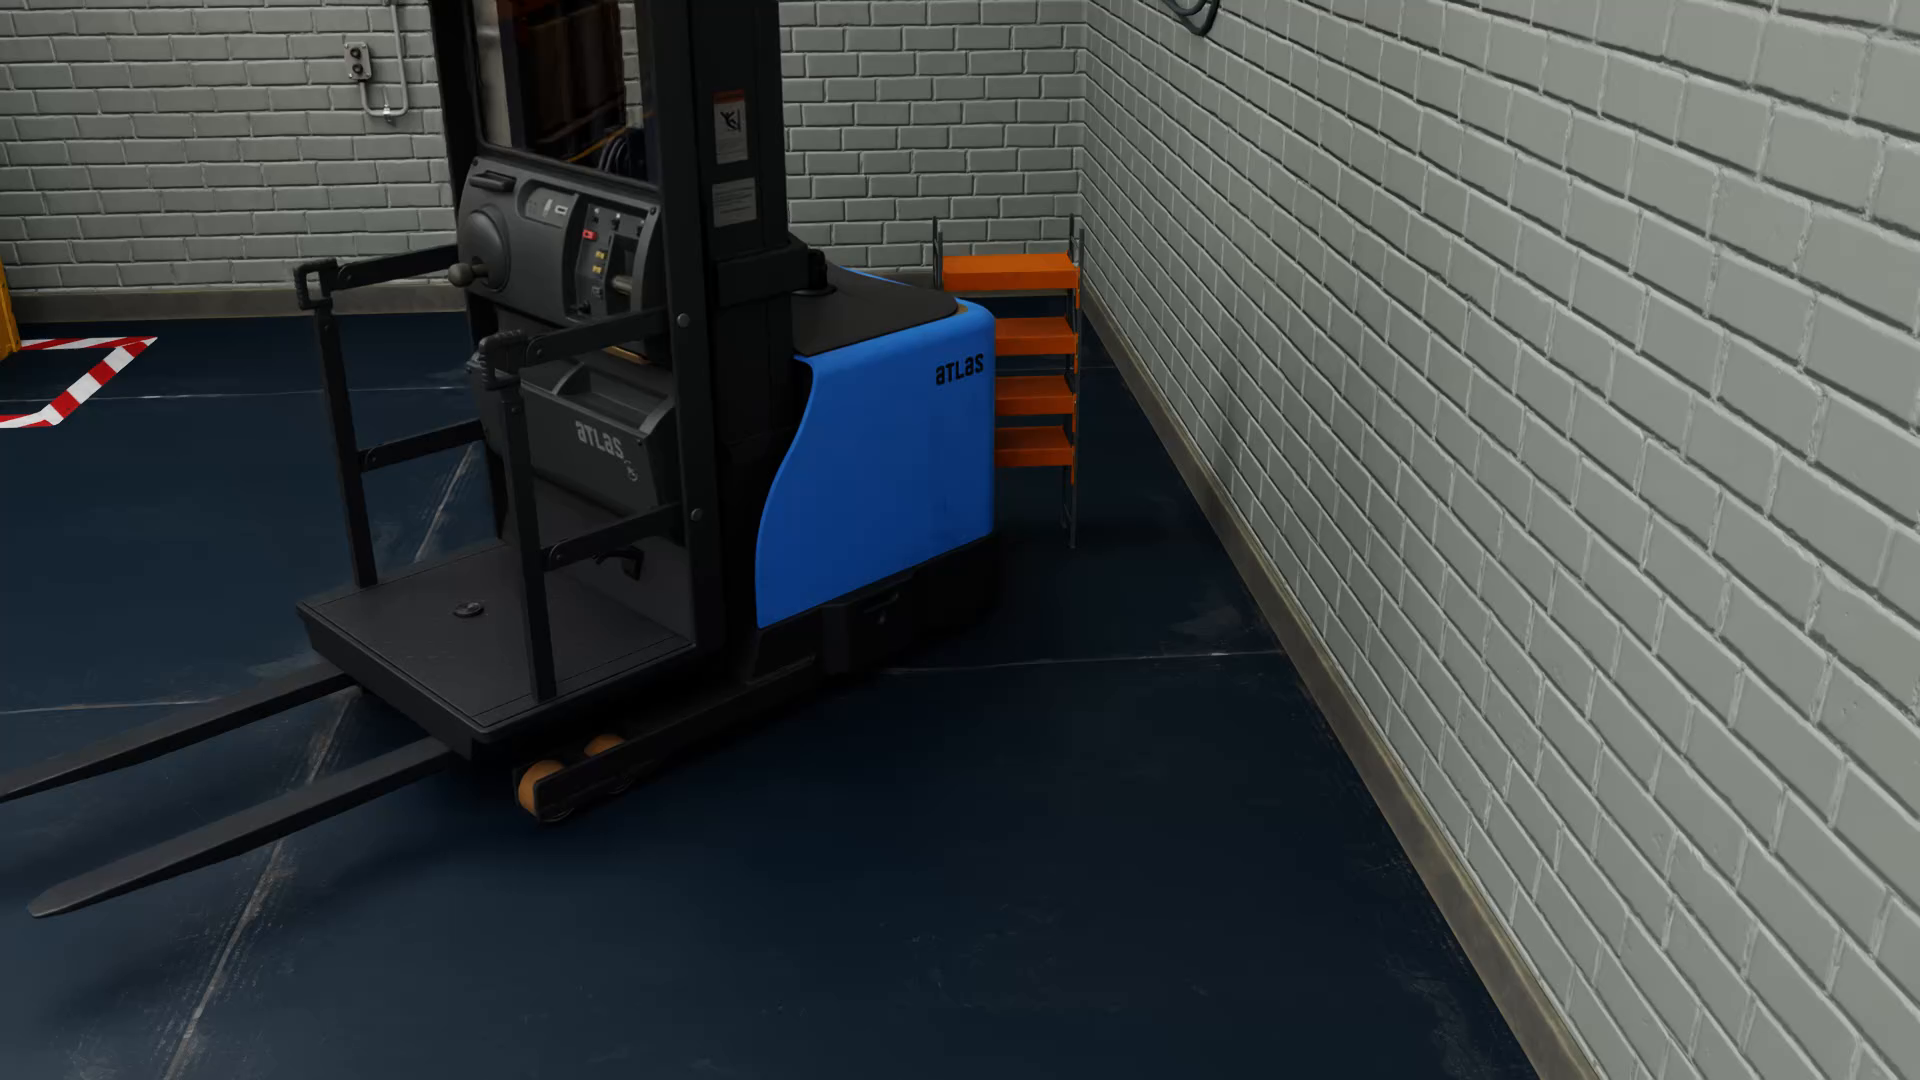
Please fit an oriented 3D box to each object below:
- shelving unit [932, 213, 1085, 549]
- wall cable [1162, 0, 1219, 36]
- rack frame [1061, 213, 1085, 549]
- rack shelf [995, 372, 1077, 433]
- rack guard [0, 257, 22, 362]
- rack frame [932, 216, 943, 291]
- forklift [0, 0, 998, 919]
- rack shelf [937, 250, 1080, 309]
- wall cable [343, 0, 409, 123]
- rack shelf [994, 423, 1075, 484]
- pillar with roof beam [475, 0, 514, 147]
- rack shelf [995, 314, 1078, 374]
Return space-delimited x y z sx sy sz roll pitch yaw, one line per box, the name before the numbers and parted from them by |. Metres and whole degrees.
shelving unit | 0.165 -0.555 6.021 0.503 1.200 0.258 -2 24 -5
wall cable | 0.758 -3.527 6.929 0.112 2.526 3.097 -2 24 -5
rack frame | 0.408 -0.565 6.043 0.015 1.200 0.240 -2 24 -5
rack shelf | 0.165 -0.493 6.048 0.480 0.148 0.258 -2 24 -5
rack guard | -4.882 -0.982 7.843 0.348 0.500 1.175 -2 24 -5
rack frame | -0.078 -0.545 5.999 0.015 1.200 0.240 -2 24 -5
forklift | -1.268 -0.809 4.462 1.130 2.935 3.031 22 32 40
rack shelf | 0.165 -0.914 5.862 0.480 0.148 0.258 -2 24 -5
wall cable | -3.725 -3.021 8.102 1.851 1.984 0.084 -2 24 -5
rack shelf | 0.165 -0.312 6.129 0.480 0.148 0.258 -2 24 -5
pillar with roof beam | -1.881 -3.582 3.229 0.400 9.000 9.100 -2 24 -5
rack shelf | 0.165 -0.698 5.958 0.480 0.148 0.258 -2 24 -5
